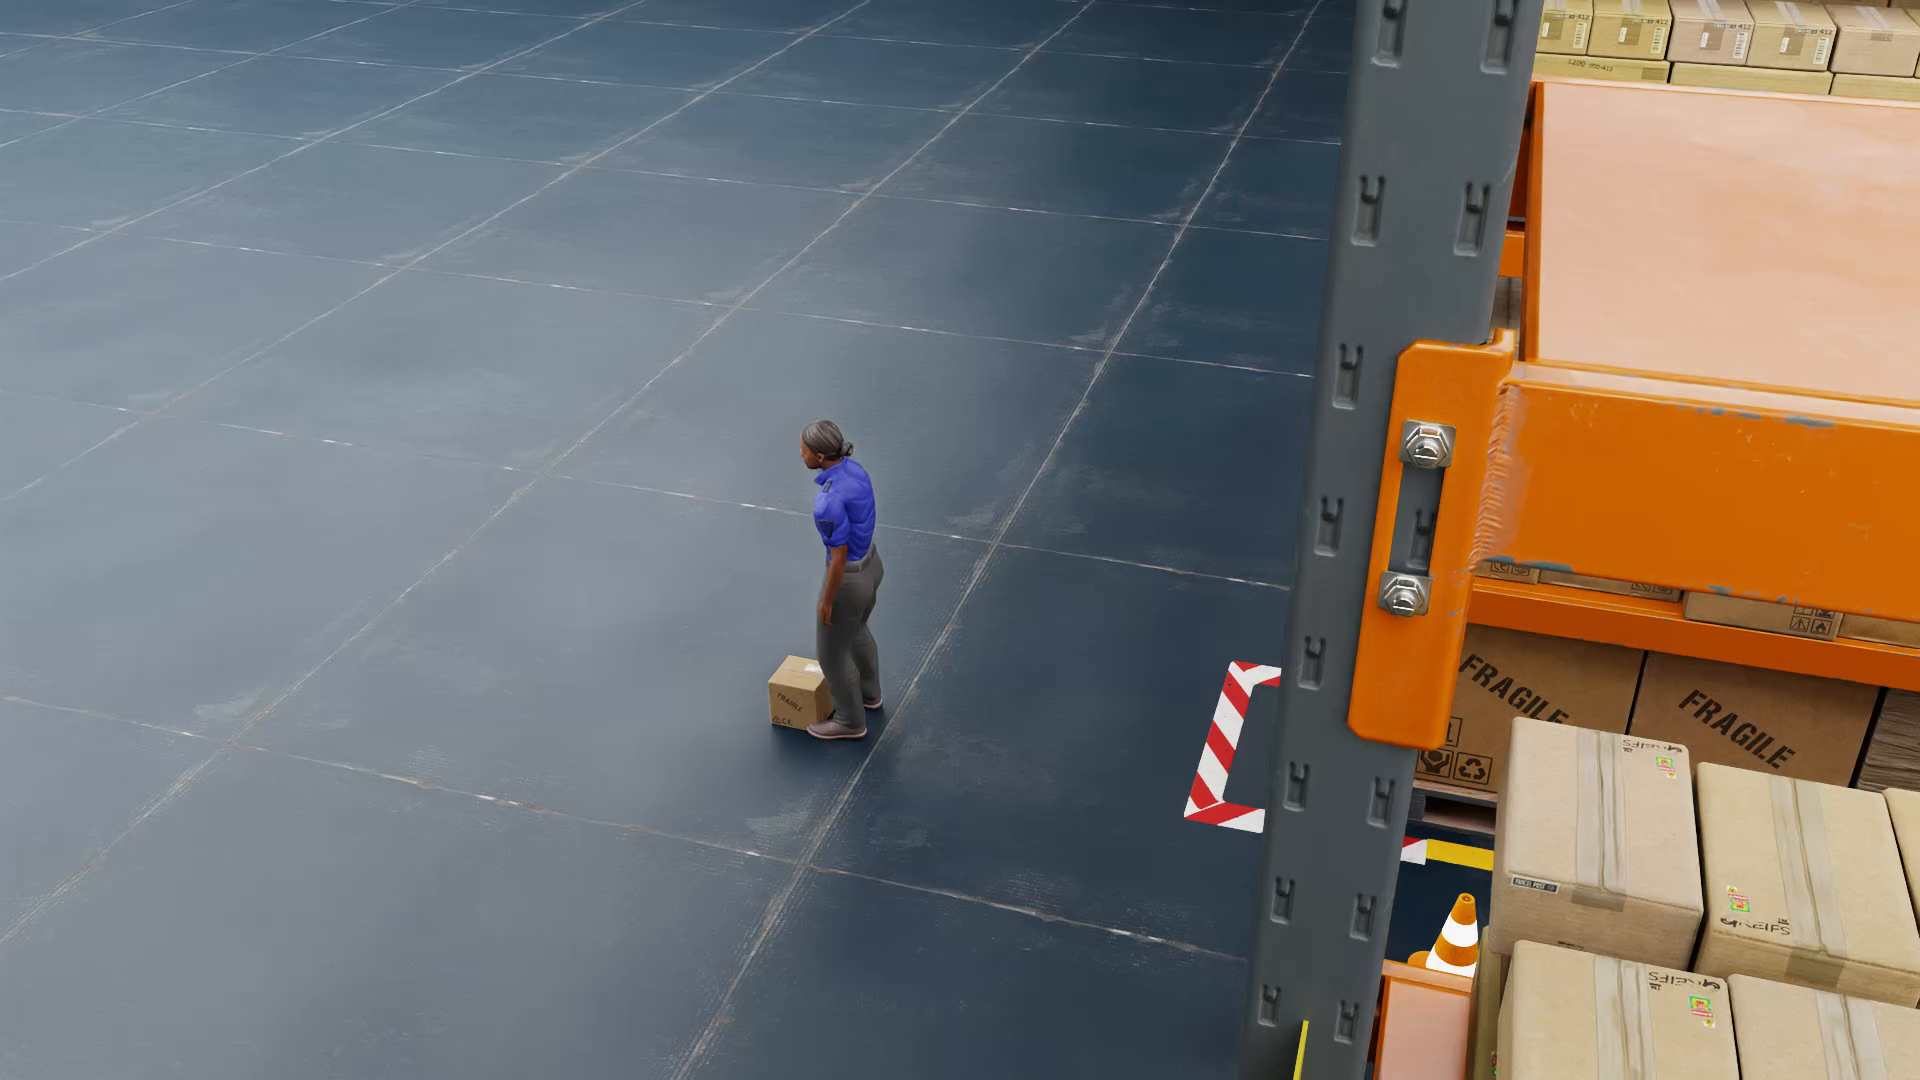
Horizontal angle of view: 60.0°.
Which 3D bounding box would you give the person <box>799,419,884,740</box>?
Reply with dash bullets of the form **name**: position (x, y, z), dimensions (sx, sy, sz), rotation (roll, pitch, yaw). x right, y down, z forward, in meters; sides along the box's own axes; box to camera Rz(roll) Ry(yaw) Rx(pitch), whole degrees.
- **person**: position (-0.548, 0.183, 7.823), dimensions (0.349, 1.639, 0.525), rotation (7, 30, 12)
